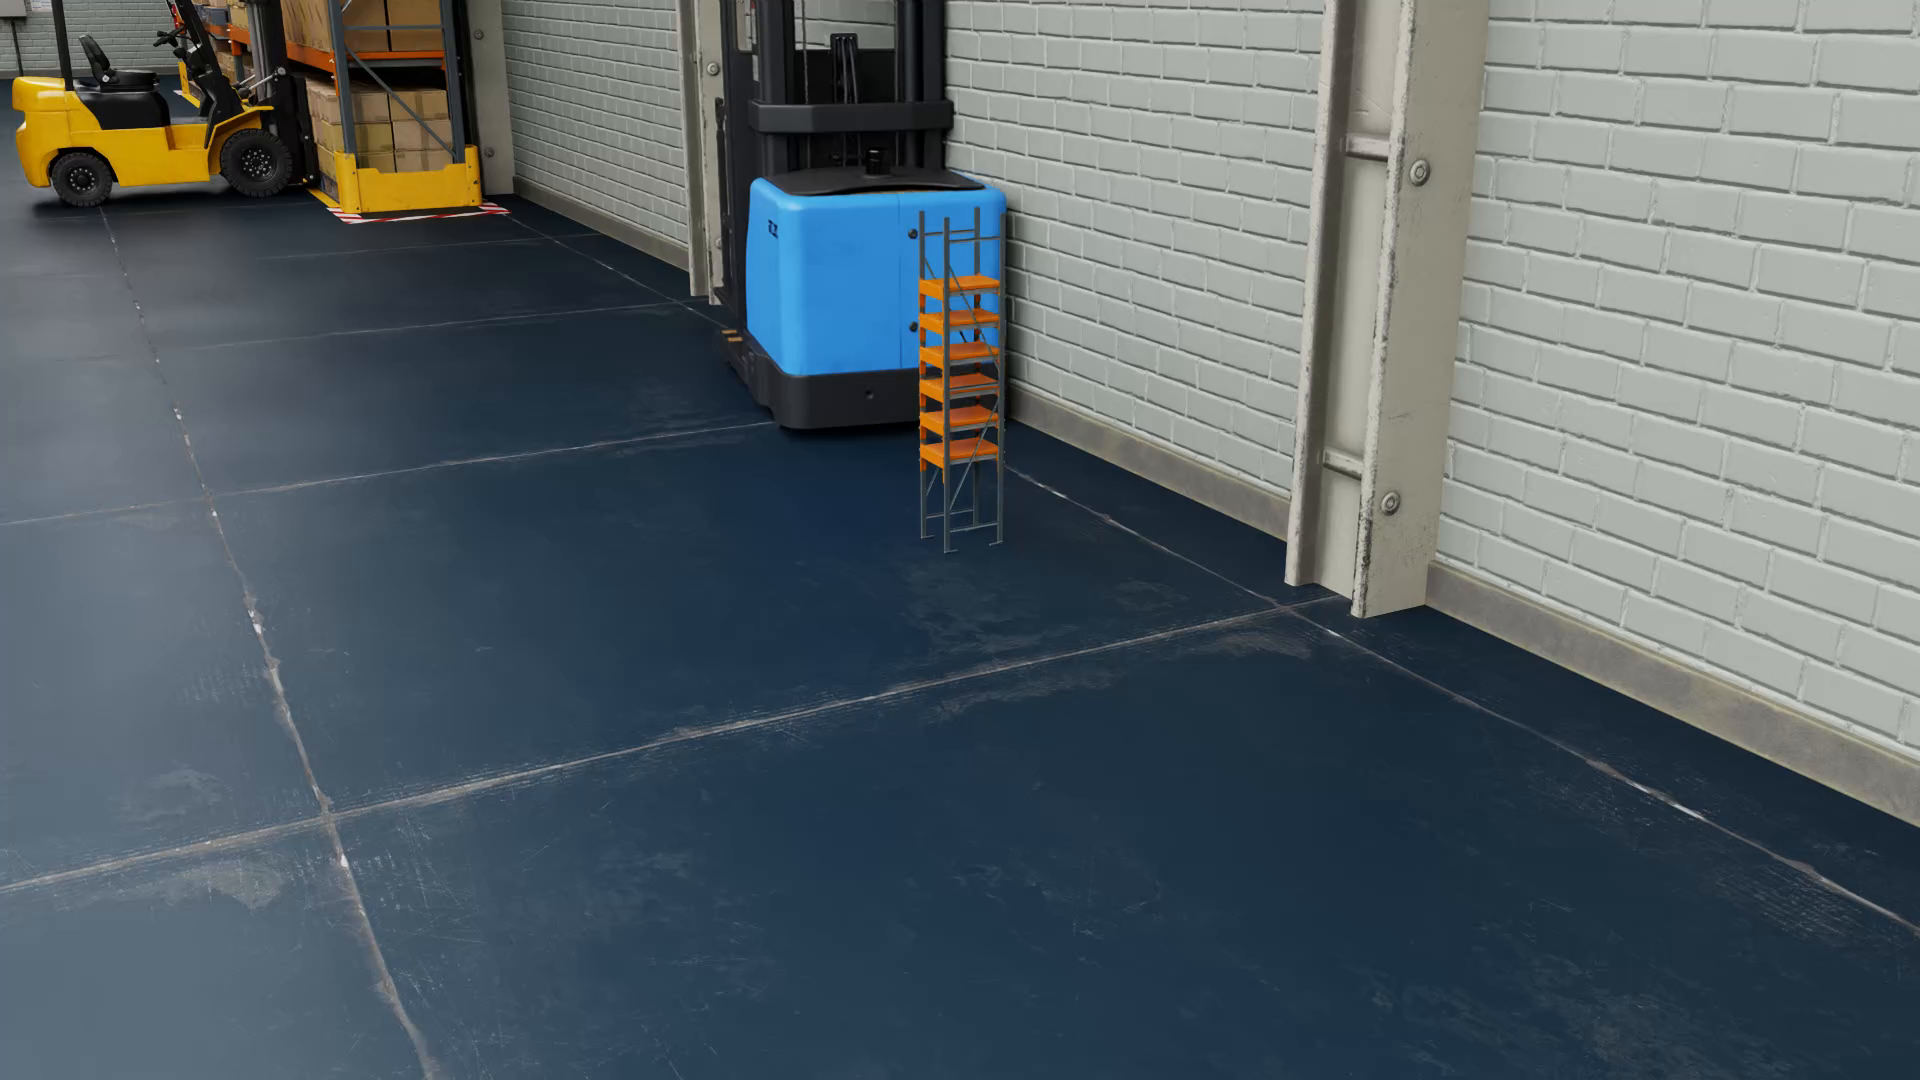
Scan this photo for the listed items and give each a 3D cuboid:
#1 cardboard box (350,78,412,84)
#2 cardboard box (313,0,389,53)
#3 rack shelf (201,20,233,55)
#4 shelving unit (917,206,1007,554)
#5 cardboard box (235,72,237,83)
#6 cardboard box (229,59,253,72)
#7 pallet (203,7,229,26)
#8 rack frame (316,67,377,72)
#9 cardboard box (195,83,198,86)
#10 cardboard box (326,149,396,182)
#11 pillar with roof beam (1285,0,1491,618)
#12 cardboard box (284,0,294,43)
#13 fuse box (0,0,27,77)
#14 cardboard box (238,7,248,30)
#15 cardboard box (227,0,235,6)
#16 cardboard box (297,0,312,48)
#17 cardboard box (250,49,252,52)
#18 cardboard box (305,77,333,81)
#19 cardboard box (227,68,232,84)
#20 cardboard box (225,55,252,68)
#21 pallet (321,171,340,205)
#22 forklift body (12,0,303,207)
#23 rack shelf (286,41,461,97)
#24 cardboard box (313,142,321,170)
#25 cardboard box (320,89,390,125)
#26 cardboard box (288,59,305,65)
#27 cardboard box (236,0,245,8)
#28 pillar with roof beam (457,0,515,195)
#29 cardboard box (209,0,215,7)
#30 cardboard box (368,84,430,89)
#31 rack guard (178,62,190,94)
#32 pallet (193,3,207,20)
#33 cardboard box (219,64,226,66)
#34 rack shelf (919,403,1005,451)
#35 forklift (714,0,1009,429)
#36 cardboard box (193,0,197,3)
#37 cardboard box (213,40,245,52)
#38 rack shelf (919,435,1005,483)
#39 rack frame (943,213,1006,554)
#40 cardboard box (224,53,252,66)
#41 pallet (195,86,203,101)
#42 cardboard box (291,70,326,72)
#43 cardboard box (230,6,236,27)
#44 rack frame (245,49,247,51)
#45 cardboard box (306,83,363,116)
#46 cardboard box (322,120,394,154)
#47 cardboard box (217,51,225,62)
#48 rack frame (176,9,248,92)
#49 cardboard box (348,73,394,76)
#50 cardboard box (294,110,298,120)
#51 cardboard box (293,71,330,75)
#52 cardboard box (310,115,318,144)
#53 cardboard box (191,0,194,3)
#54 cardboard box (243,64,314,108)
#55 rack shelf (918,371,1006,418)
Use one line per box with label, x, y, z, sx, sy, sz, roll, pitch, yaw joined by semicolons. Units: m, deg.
cardboard box;-5.586;-4.324;16.101;0.500;0.250;0.500;-10;22;-28
cardboard box;-5.284;-4.496;14.410;0.500;0.500;0.500;-11;22;-28
rack shelf;-9.568;-6.879;22.572;1.077;0.370;4.000;-10;21;-27
shelving unit;0.007;-0.563;5.924;0.258;1.200;0.189;-10;21;-27
cardboard box;-9.008;-5.750;21.385;0.500;0.500;0.500;-9;21;-25
cardboard box;-9.232;-6.145;21.534;0.380;0.149;0.250;-11;22;-29
pallet;-9.001;-6.738;21.354;1.213;0.211;1.003;-10;21;-27
rack frame;-6.718;-5.497;17.463;1.000;3.000;0.127;-10;21;-27
cardboard box;-11.838;-7.517;26.505;0.700;0.500;0.500;-9;21;-24
cardboard box;-5.320;-3.333;14.764;0.500;0.250;0.500;-10;21;-26
pillar with roof beam;-2.447;-3.412;2.225;9.100;9.000;0.400;-10;21;-27
cardboard box;-6.234;-5.084;16.114;0.500;0.500;0.500;-10;22;-27
fuse box;-17.563;-9.461;30.927;0.539;1.711;0.414;-10;21;-27
cardboard box;-8.137;-6.117;19.490;0.500;0.250;0.500;-11;22;-28
cardboard box;-8.644;-6.641;20.243;0.500;0.250;0.500;-10;21;-27
cardboard box;-5.766;-4.794;15.272;0.500;0.500;0.500;-10;22;-28
cardboard box;-10.089;-7.056;24.175;0.380;0.149;0.250;-11;22;-29
cardboard box;-6.285;-4.391;16.298;0.500;0.250;0.500;-9;21;-25
cardboard box;-9.487;-6.045;22.240;0.500;0.500;0.500;-9;21;-24
cardboard box;-9.680;-6.456;22.437;0.380;0.149;0.250;-11;22;-29
pallet;-5.219;-3.244;15.207;1.003;0.211;1.213;-10;21;-27
forklift body;-7.325;-4.209;15.032;2.313;2.155;1.214;-10;21;-27
rack shelf;-5.769;-4.583;15.916;1.077;0.370;4.000;-10;21;-27
cardboard box;-5.778;-3.623;15.602;0.500;0.250;0.500;-10;21;-26
cardboard box;-5.312;-3.804;14.595;0.500;0.250;0.500;-9;21;-25
cardboard box;-8.591;-6.167;21.598;0.380;0.149;0.250;-9;21;-24
cardboard box;-8.153;-6.348;19.394;0.500;0.250;0.500;-11;22;-28
pillar with roof beam;-8.145;-6.857;12.208;9.100;9.000;0.400;-10;21;-27
cardboard box;-9.404;-7.025;21.479;0.500;0.250;0.500;-11;22;-29
cardboard box;-5.121;-4.030;15.251;0.500;0.250;0.500;-10;21;-27
rack guard;-12.381;-7.738;27.791;1.175;0.500;0.348;-10;21;-27
pallet;-10.234;-7.456;23.436;1.003;0.211;1.213;-10;21;-27
cardboard box;-9.991;-6.341;23.098;0.500;0.500;0.500;-11;22;-28
rack shelf;0.007;-0.408;5.977;0.258;0.103;0.180;-10;21;-27
forklift;-0.682;-2.318;8.356;1.130;2.935;3.031;-5;20;-15
cardboard box;-10.484;-7.866;23.531;0.700;0.500;0.500;-9;21;-25
cardboard box;-10.416;-7.046;23.691;0.380;0.149;0.250;-11;22;-29
rack shelf;0.007;-0.294;6.016;0.258;0.103;0.180;-10;21;-27
rack frame;0.050;-0.537;5.848;0.240;1.200;0.006;-10;21;-27
cardboard box;-9.906;-6.608;22.876;0.380;0.149;0.250;-9;21;-25
pallet;-11.426;-7.023;26.161;1.003;0.211;1.213;-10;21;-27
cardboard box;-7.697;-5.160;19.484;0.875;0.625;0.625;-11;22;-29
cardboard box;-8.622;-6.409;20.336;0.500;0.250;0.500;-10;21;-26
rack frame;-10.517;-7.793;24.118;1.000;3.000;0.127;-10;21;-27
cardboard box;-5.808;-4.093;15.433;0.500;0.250;0.500;-10;21;-26
cardboard box;-5.325;-3.575;14.698;0.500;0.250;0.500;-10;22;-27
cardboard box;-10.382;-6.905;23.738;0.380;0.149;0.250;-11;22;-28
rack frame;-12.417;-8.942;27.446;1.000;3.000;0.127;-10;21;-27
cardboard box;-6.061;-4.614;16.942;0.500;0.250;0.500;-10;22;-27
cardboard box;-6.291;-4.155;16.379;0.500;0.250;0.500;-10;22;-27
cardboard box;-6.765;-4.681;17.137;0.500;0.250;0.500;-10;22;-27
cardboard box;-5.818;-3.866;15.540;0.500;0.250;0.500;-11;22;-28
cardboard box;-11.225;-8.113;24.819;0.500;0.250;0.500;-10;21;-26
cardboard box;-8.334;-5.540;20.584;0.875;0.625;0.625;-9;21;-25
rack shelf;0.007;-0.521;5.938;0.258;0.103;0.180;-10;21;-27
